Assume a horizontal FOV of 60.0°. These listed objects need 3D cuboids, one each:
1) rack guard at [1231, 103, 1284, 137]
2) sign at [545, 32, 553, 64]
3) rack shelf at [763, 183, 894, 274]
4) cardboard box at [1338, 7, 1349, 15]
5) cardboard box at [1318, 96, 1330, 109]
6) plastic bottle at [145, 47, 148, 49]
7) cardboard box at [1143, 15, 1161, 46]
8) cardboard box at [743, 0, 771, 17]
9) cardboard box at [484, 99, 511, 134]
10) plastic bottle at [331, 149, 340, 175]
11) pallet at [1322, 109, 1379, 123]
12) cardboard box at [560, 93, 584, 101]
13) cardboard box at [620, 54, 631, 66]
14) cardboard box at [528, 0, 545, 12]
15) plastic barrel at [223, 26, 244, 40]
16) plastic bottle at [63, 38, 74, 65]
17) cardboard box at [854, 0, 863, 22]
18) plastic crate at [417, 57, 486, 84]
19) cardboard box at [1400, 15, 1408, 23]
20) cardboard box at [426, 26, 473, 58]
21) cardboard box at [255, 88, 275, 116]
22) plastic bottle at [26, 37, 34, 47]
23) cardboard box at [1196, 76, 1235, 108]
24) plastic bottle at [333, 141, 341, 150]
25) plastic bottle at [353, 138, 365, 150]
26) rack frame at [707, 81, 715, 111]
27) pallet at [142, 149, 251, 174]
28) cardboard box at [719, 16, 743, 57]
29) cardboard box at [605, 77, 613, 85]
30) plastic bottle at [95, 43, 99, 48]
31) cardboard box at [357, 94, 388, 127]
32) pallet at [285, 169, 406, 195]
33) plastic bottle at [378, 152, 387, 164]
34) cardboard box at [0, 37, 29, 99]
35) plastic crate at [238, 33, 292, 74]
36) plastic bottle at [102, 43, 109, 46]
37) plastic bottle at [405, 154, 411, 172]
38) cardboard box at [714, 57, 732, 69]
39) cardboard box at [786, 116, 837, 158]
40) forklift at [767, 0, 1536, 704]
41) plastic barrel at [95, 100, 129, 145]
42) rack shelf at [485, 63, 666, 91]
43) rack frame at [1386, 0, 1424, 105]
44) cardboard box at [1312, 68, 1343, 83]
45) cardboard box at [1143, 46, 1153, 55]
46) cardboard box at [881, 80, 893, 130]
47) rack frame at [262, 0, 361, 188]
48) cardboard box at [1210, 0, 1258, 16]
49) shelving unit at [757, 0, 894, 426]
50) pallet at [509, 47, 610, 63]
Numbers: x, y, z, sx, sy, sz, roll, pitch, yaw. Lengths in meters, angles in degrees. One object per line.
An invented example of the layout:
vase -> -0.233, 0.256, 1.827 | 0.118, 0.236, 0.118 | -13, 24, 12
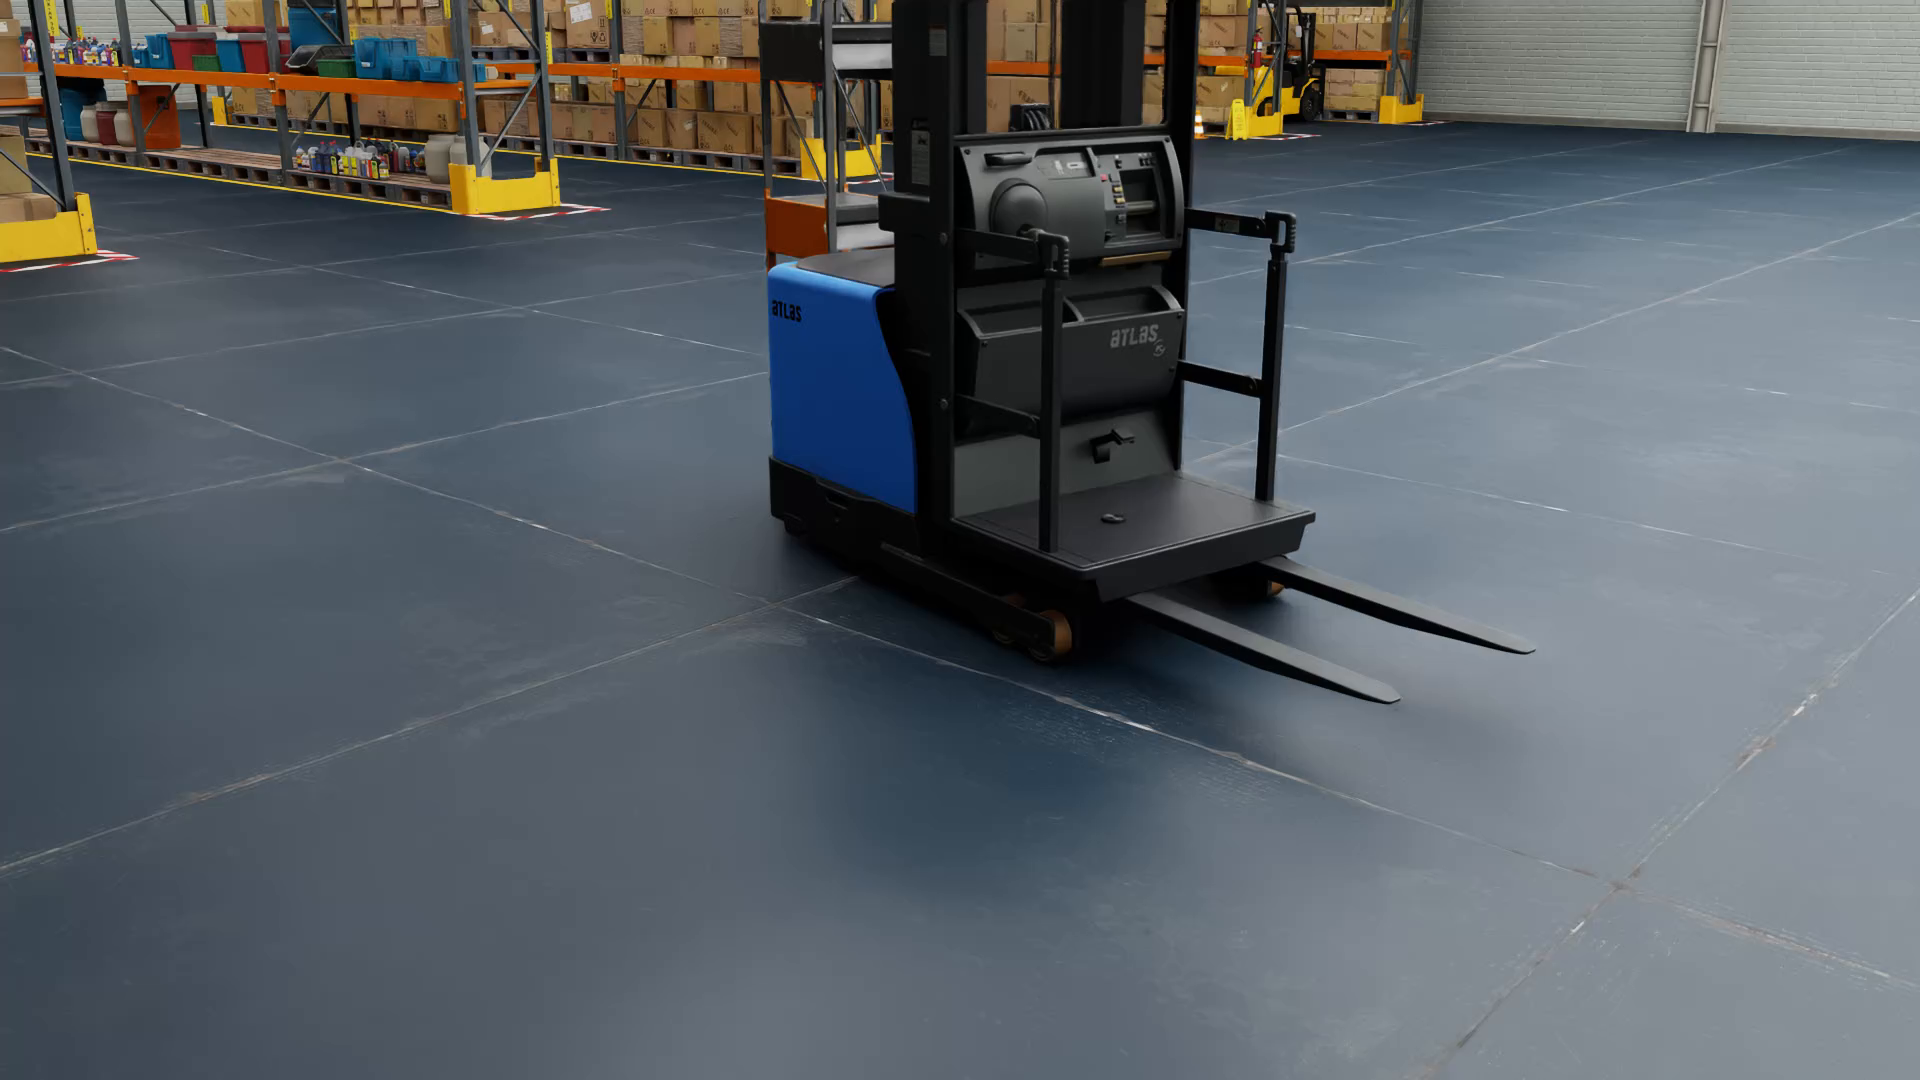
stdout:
rack guard -> 5.067, -7.147, 28.305 | 0.348, 0.500, 1.175 | 15, 23, 39
sign -> -4.373, -5.216, 17.631 | 0.005, 0.325, 0.100 | 15, 23, 39
rack shelf -> -0.511, -1.200, 6.968 | 0.431, 0.518, 0.480 | -13, 22, -35
cardboard box -> 7.453, -10.125, 31.829 | 0.250, 0.149, 0.380 | 15, 23, 40
cardboard box -> 7.121, -8.564, 32.489 | 0.500, 0.250, 0.500 | 15, 23, 40
plastic bottle -> -11.423, -6.848, 23.422 | 0.133, 0.283, 0.061 | 15, 23, 39
cardboard box -> 3.425, -8.868, 28.939 | 0.500, 0.500, 0.500 | 15, 23, 40
cardboard box -> -2.407, -6.901, 21.087 | 0.500, 0.500, 0.500 | 15, 23, 39
cardboard box -> -6.923, -6.576, 25.777 | 0.500, 0.500, 0.700 | 14, 22, 36
plastic bottle -> -7.168, -4.342, 19.098 | 0.133, 0.283, 0.061 | 16, 24, 42
pallet -> 7.816, -8.262, 32.296 | 1.213, 0.211, 1.003 | 15, 23, 39
cardboard box -> -7.508, -8.567, 32.174 | 0.250, 0.149, 0.380 | 16, 23, 40
cardboard box -> -4.484, -6.653, 23.032 | 0.250, 0.149, 0.380 | 15, 23, 39
cardboard box -> -7.983, -10.394, 32.095 | 0.500, 0.500, 0.500 | 14, 22, 38
plastic barrel -> -9.175, -6.304, 21.293 | 0.433, 0.535, 0.433 | 0, 18, 0
plastic bottle -> -12.495, -6.863, 23.359 | 0.185, 0.351, 0.144 | 15, 23, 39
cardboard box -> -1.453, -8.609, 26.960 | 0.500, 0.500, 0.700 | 15, 23, 38
plastic crate -> -5.314, -4.922, 17.409 | 0.616, 0.251, 0.499 | 15, 23, 39
cardboard box -> 8.335, -9.931, 31.706 | 0.250, 0.149, 0.380 | 14, 23, 38
cardboard box -> -7.971, -7.778, 25.996 | 0.500, 0.500, 0.500 | 16, 24, 41
cardboard box -> -12.208, -8.188, 30.271 | 0.875, 0.875, 0.875 | 15, 23, 39
plastic bottle -> -13.638, -7.194, 24.403 | 0.185, 0.351, 0.144 | 15, 23, 39
cardboard box -> 4.352, -7.672, 28.439 | 0.500, 0.500, 0.500 | 15, 23, 40
plastic bottle -> -7.309, -4.487, 19.444 | 0.185, 0.351, 0.144 | 15, 23, 39
plastic bottle -> -7.156, -4.614, 19.843 | 0.185, 0.351, 0.144 | 15, 23, 39
rack frame -> -4.069, -8.789, 29.347 | 0.127, 3.000, 1.000 | 15, 23, 39
pallet -> -10.171, -5.073, 22.248 | 1.213, 0.211, 1.003 | 15, 23, 39
cardboard box -> -2.646, -6.571, 21.699 | 0.500, 0.500, 0.875 | 15, 23, 39
cardboard box -> -6.284, -8.644, 31.088 | 0.500, 0.250, 0.500 | 16, 24, 41
plastic bottle -> -12.525, -7.069, 24.140 | 0.097, 0.271, 0.097 | 0, 18, 0
cardboard box -> -9.268, -7.375, 27.709 | 0.875, 0.875, 1.225 | 14, 22, 37
pallet -> -7.258, -4.290, 19.781 | 1.213, 0.211, 1.003 | 15, 23, 39
plastic bottle -> -6.506, -4.226, 18.732 | 0.133, 0.283, 0.061 | 15, 23, 39
cardboard box -> -8.373, -3.985, 14.044 | 0.500, 0.500, 0.700 | 15, 23, 39
plastic crate -> -8.298, -5.822, 19.892 | 0.583, 0.464, 0.402 | 15, 23, 39
plastic bottle -> -12.456, -7.103, 24.240 | 0.135, 0.276, 0.152 | 15, 23, 39
plastic bottle -> -6.450, -4.421, 19.482 | 0.097, 0.201, 0.097 | 0, 18, 0
cardboard box -> -2.996, -6.249, 21.759 | 0.250, 0.149, 0.380 | 15, 23, 39
cardboard box -> -1.910, -5.219, 21.536 | 0.500, 0.500, 0.500 | -13, 22, -36
forklift -> 0.519, -1.173, 5.461 | 1.130, 2.935, 3.031 | -13, 22, -35
plastic barrel -> -11.947, -5.939, 23.658 | 0.708, 0.588, 0.600 | 15, 23, 39
rack shelf -> -5.941, -6.943, 24.719 | 4.000, 0.370, 1.077 | 15, 23, 39
rack frame -> 8.416, -9.447, 31.420 | 0.127, 3.000, 1.000 | 15, 23, 39
cardboard box -> 7.095, -9.035, 32.321 | 0.500, 0.250, 0.500 | 15, 23, 40
cardboard box -> 3.313, -8.567, 29.064 | 0.250, 0.149, 0.380 | 15, 23, 39
cardboard box -> -0.654, -7.031, 26.627 | 0.875, 0.875, 0.875 | 15, 23, 40
rack frame -> -7.733, -5.764, 19.814 | 0.127, 3.000, 1.000 | 15, 23, 39
cardboard box -> 4.597, -9.042, 27.835 | 0.500, 0.500, 0.700 | 14, 23, 38
shelving unit -> -0.511, -1.213, 6.964 | 0.431, 2.100, 0.503 | -13, 22, -35
pallet -> -5.930, -7.208, 24.681 | 1.213, 0.211, 1.003 | 15, 23, 39
